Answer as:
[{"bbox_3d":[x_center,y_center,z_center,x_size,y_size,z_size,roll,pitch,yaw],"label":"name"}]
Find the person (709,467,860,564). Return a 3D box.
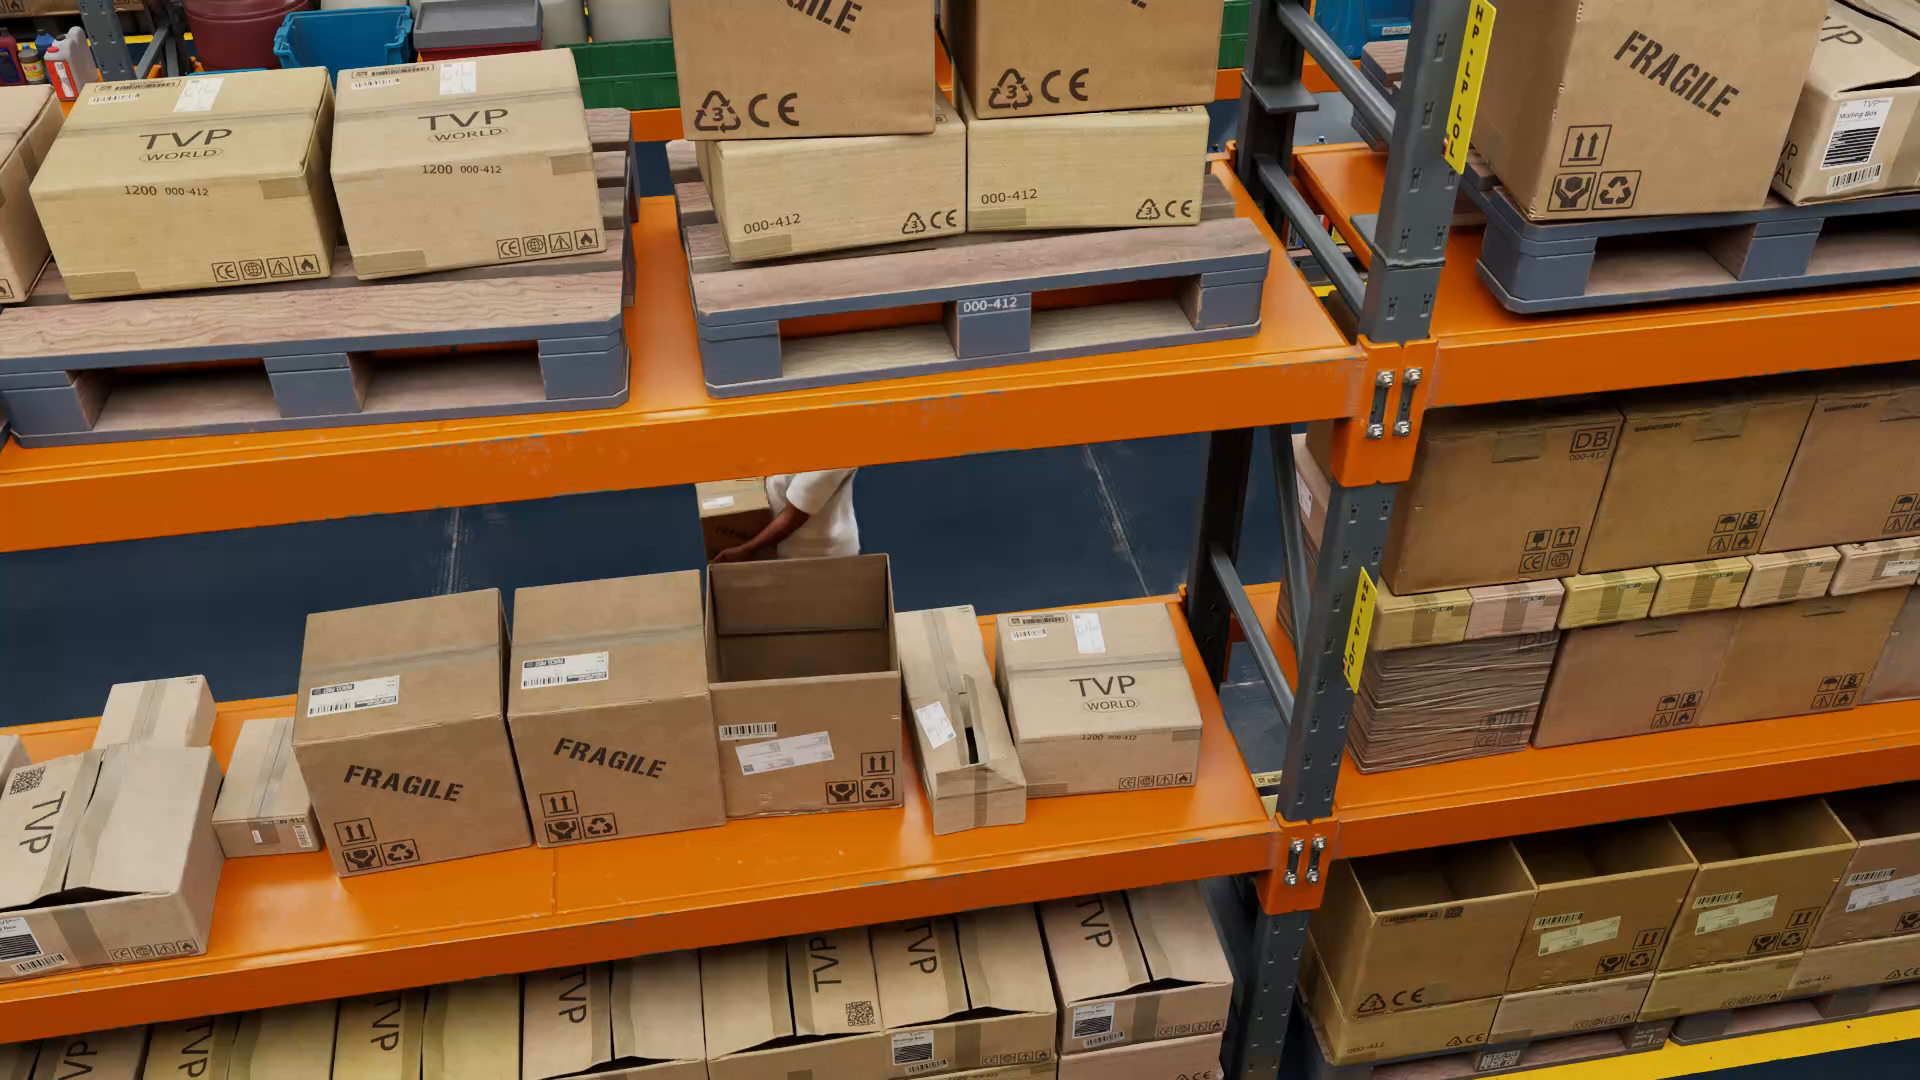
[{"bbox_3d":[-0.636,0.013,6.118,0.575,1.767,0.510,-6,39,-8],"label":"person"}]
